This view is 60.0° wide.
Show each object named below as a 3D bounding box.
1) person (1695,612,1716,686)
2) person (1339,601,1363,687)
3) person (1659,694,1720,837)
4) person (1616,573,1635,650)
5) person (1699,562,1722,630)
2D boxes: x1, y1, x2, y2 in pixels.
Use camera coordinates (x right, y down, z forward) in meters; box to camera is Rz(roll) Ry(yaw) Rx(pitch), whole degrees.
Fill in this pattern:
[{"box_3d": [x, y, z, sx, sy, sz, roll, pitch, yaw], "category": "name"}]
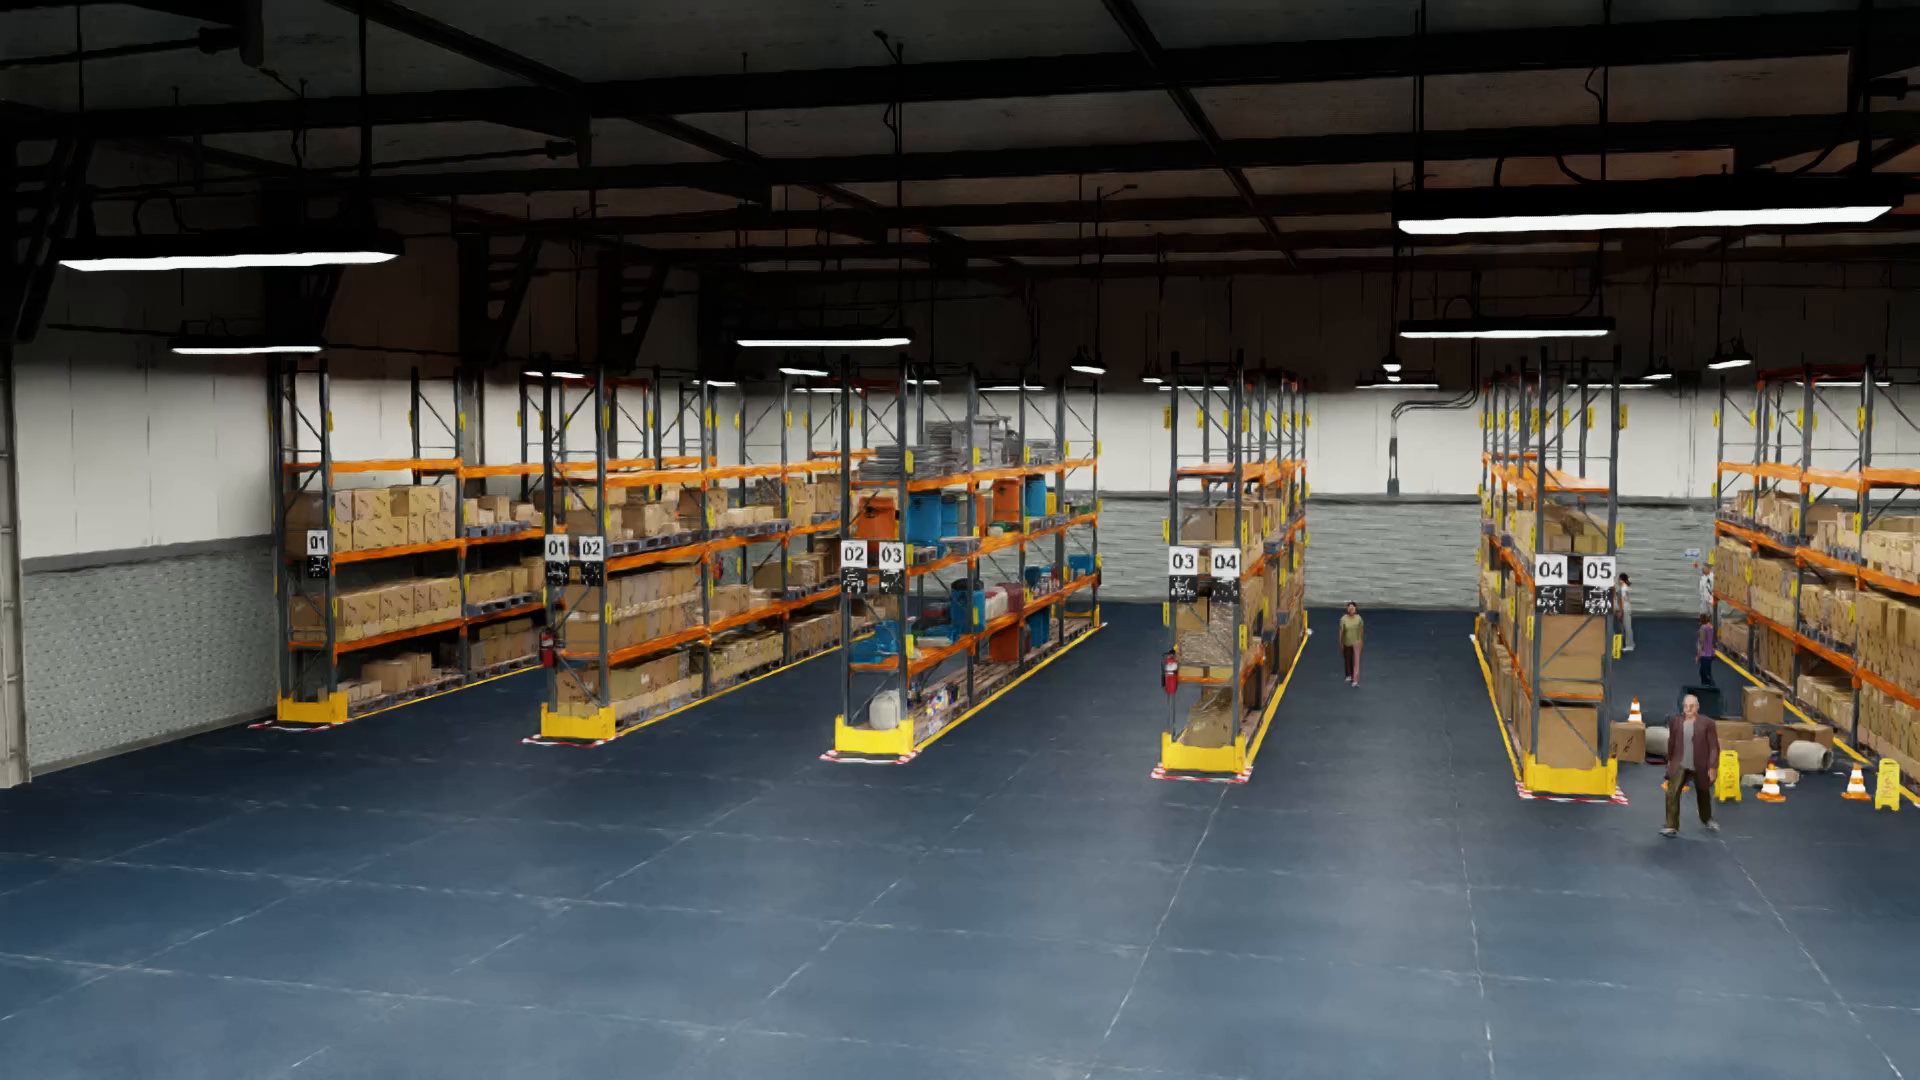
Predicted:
[{"box_3d": [13.225, 2.067, 29.565, 0.534, 1.589, 0.522, 4, 5, 41], "category": "person"}, {"box_3d": [7.360, 1.938, 31.336, 0.448, 1.590, 1.109, 1, 4, 17], "category": "person"}, {"box_3d": [8.816, 2.705, 20.045, 0.633, 1.728, 1.036, 3, 5, 36], "category": "person"}, {"box_3d": [14.429, 1.546, 36.238, 0.574, 1.665, 0.591, 2, 5, 26], "category": "person"}, {"box_3d": [17.328, 1.379, 38.324, 0.635, 1.738, 0.577, -1, 4, -17], "category": "person"}]
